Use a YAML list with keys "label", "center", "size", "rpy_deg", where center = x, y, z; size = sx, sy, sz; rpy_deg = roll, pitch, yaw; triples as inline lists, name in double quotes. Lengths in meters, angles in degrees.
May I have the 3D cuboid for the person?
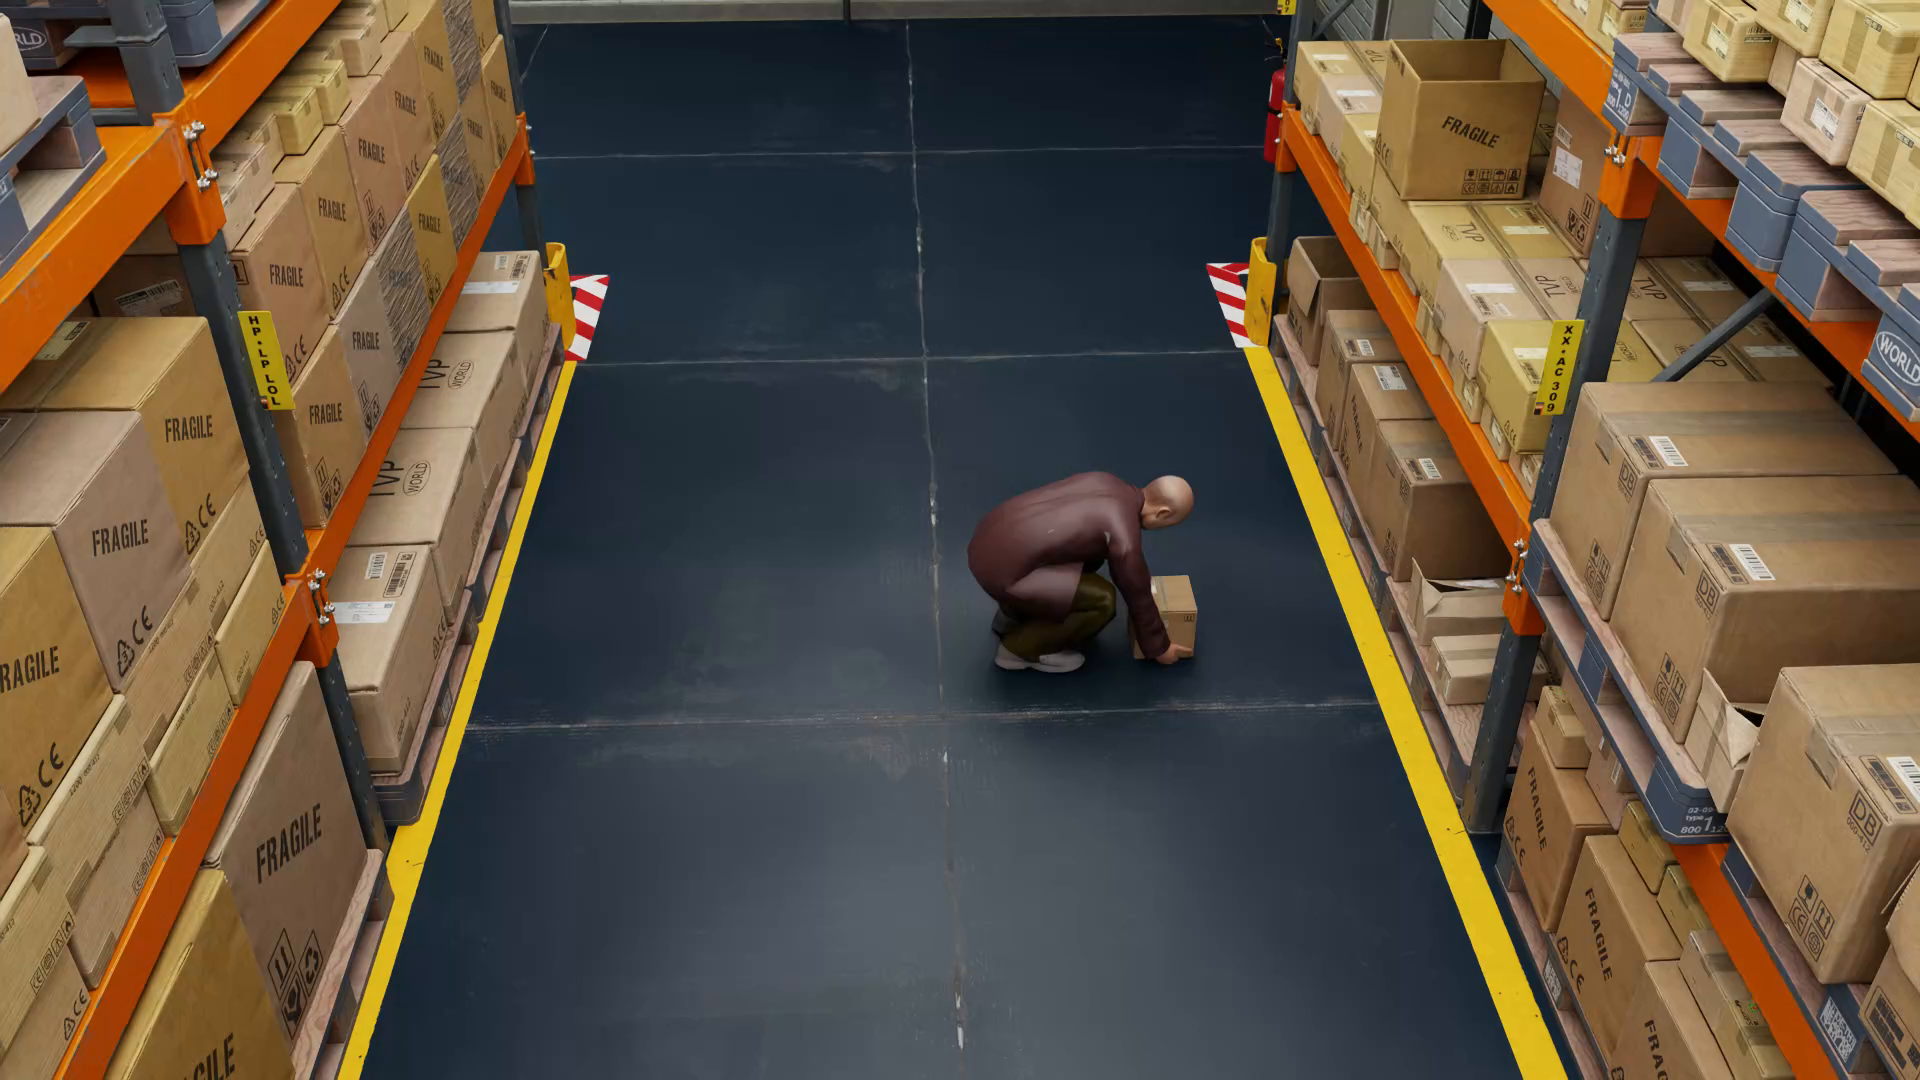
- label: "person"
  center: [0.497, 0.136, 6.870]
  size: [0.941, 0.816, 0.577]
  rpy_deg: [-2, 35, -3]
